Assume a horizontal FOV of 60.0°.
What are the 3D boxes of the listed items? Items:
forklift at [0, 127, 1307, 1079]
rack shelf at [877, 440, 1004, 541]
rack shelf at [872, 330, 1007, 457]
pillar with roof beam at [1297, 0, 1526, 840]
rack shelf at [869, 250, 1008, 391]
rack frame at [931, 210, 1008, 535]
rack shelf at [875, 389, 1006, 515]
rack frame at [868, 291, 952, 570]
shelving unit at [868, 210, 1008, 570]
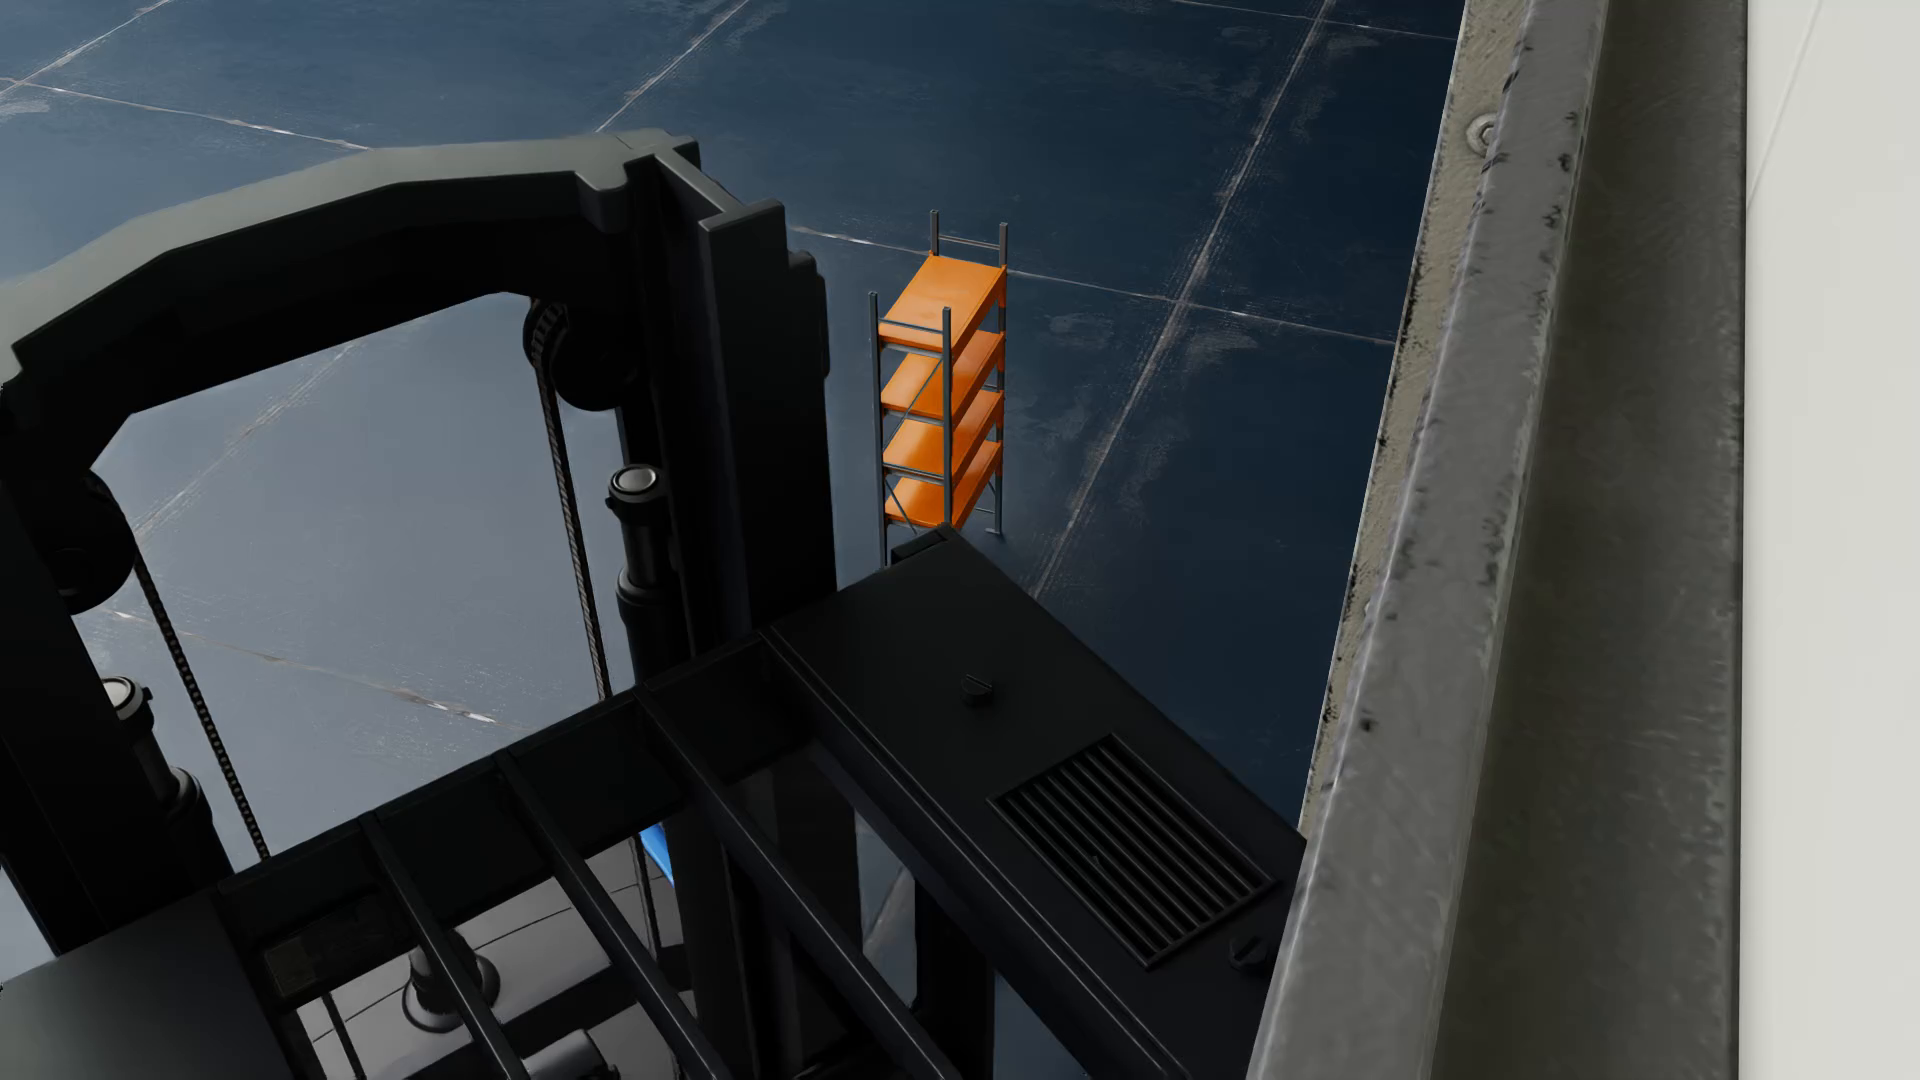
[{"bbox_3d":[-0.269,1.128,2.098,1.130,2.935,3.031,-25,47,-27],"label":"forklift"},{"bbox_3d":[-0.057,-0.153,5.343,0.258,0.148,0.480,13,42,15],"label":"rack shelf"},{"bbox_3d":[-0.057,-0.474,5.069,0.258,0.148,0.480,13,42,15],"label":"rack shelf"},{"bbox_3d":[-3.061,-3.262,2.568,9.100,9.000,0.400,13,42,15],"label":"pillar with roof beam"},{"bbox_3d":[-0.057,-0.654,4.915,0.258,0.148,0.480,13,42,15],"label":"rack shelf"},{"bbox_3d":[0.027,-0.504,5.345,0.240,1.200,0.015,13,42,15],"label":"rack frame"},{"bbox_3d":[-0.057,-0.304,5.214,0.258,0.148,0.480,13,42,15],"label":"rack shelf"},{"bbox_3d":[-0.140,-0.207,4.996,0.240,1.200,0.015,13,42,15],"label":"rack frame"},{"bbox_3d":[-0.057,-0.355,5.170,0.258,1.200,0.503,13,42,15],"label":"shelving unit"}]
